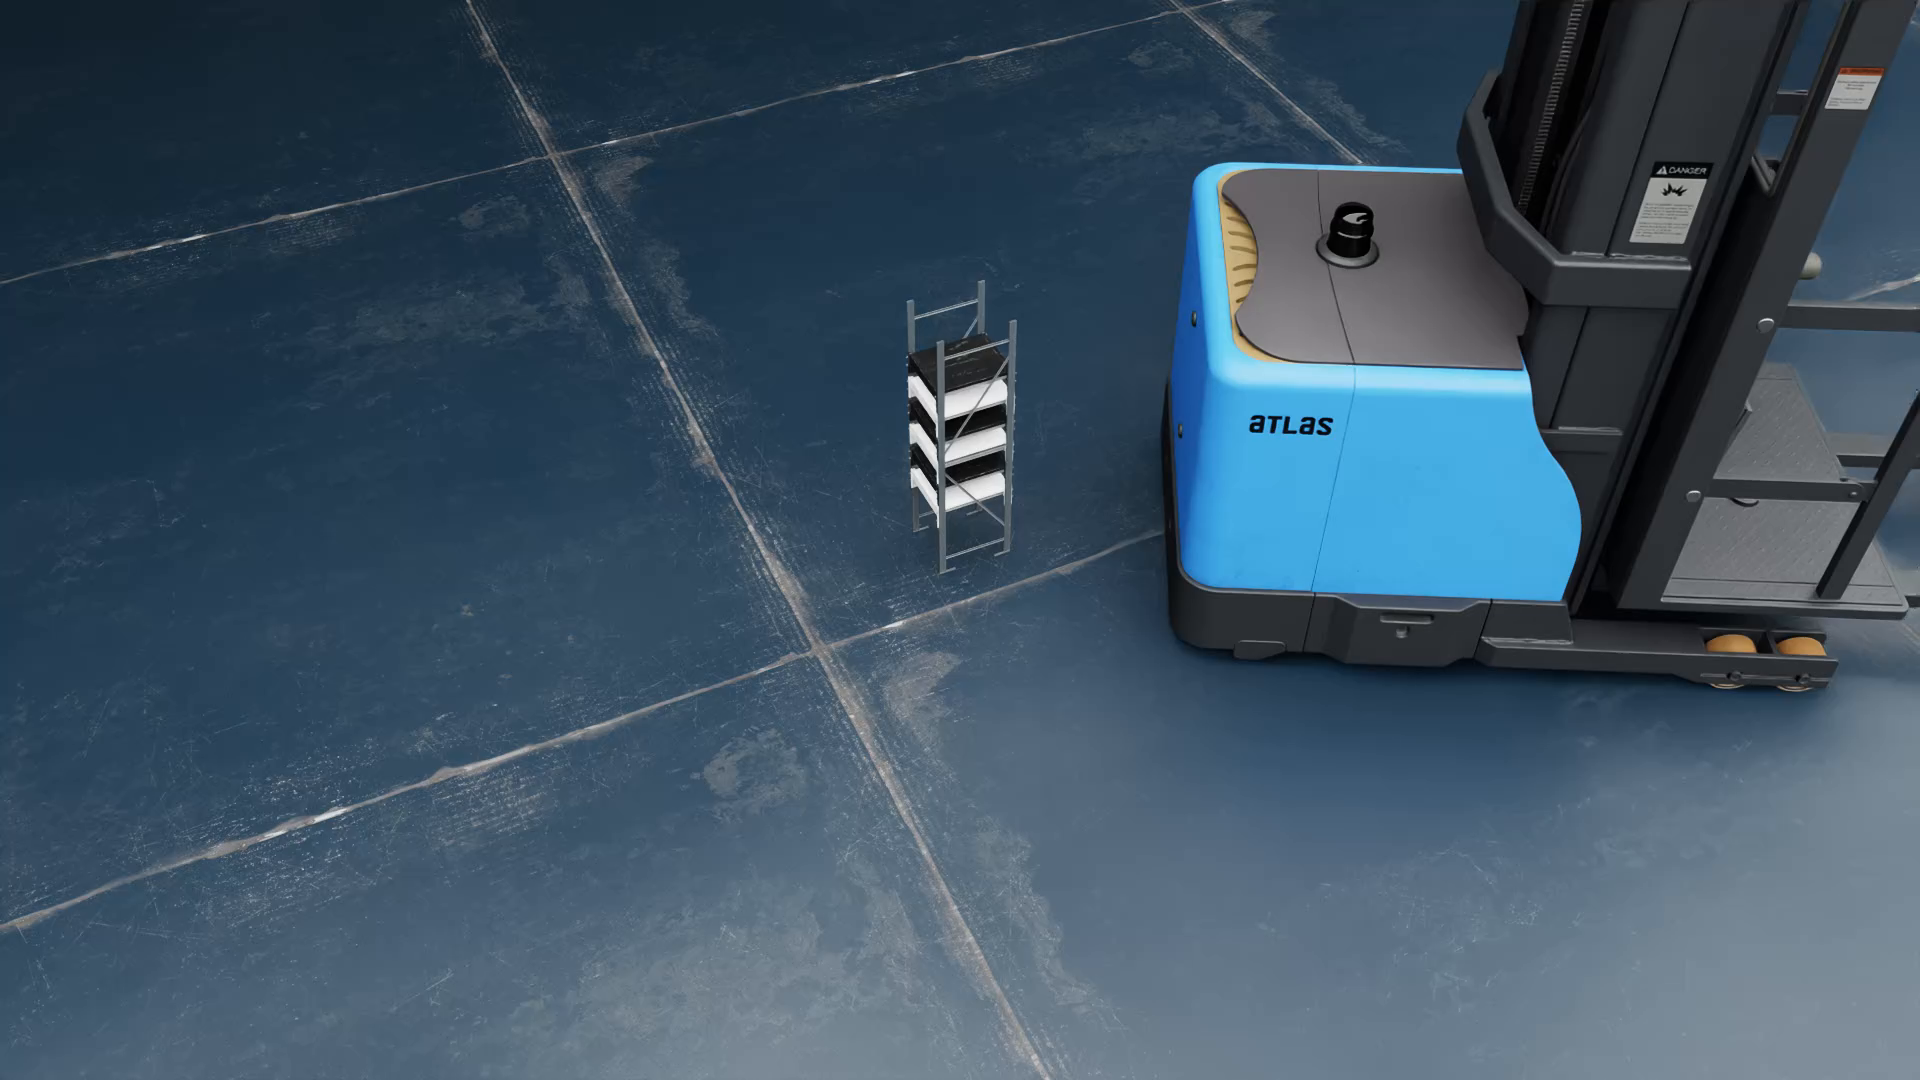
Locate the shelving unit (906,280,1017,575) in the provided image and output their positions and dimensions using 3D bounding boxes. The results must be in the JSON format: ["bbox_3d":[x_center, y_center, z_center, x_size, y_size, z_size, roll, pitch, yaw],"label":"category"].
[{"bbox_3d":[0.003,-0.315,4.929,0.258,0.900,0.210,-18,47,-17],"label":"shelving unit"}]

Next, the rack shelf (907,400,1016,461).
[{"bbox_3d":[0.003,-0.355,4.889,0.258,0.077,0.200,-18,47,-17],"label":"rack shelf"}]

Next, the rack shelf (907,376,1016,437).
[{"bbox_3d":[0.003,-0.420,4.826,0.258,0.077,0.200,-18,47,-17],"label":"rack shelf"}]

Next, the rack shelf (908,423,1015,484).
[{"bbox_3d":[0.003,-0.291,4.952,0.258,0.077,0.200,-18,47,-17],"label":"rack shelf"}]

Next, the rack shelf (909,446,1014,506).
[{"bbox_3d":[0.003,-0.227,5.015,0.258,0.077,0.200,-18,47,-17],"label":"rack shelf"}]

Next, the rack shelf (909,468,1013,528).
[{"bbox_3d":[0.003,-0.163,5.079,0.258,0.077,0.200,-18,47,-17],"label":"rack shelf"}]

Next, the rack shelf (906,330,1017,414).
[{"bbox_3d":[0.003,-0.484,4.762,0.258,0.077,0.200,-18,47,-17],"label":"rack shelf"}]

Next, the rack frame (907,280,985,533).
[{"bbox_3d":[-0.039,-0.380,4.994,0.240,0.900,0.006,-18,47,-17],"label":"rack frame"}]

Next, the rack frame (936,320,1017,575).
[{"bbox_3d":[0.046,-0.250,4.863,0.240,0.900,0.006,-18,47,-17],"label":"rack frame"}]

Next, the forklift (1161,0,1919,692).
[{"bbox_3d":[2.154,-0.992,4.169,3.031,2.935,1.130,2,45,2],"label":"forklift"}]
